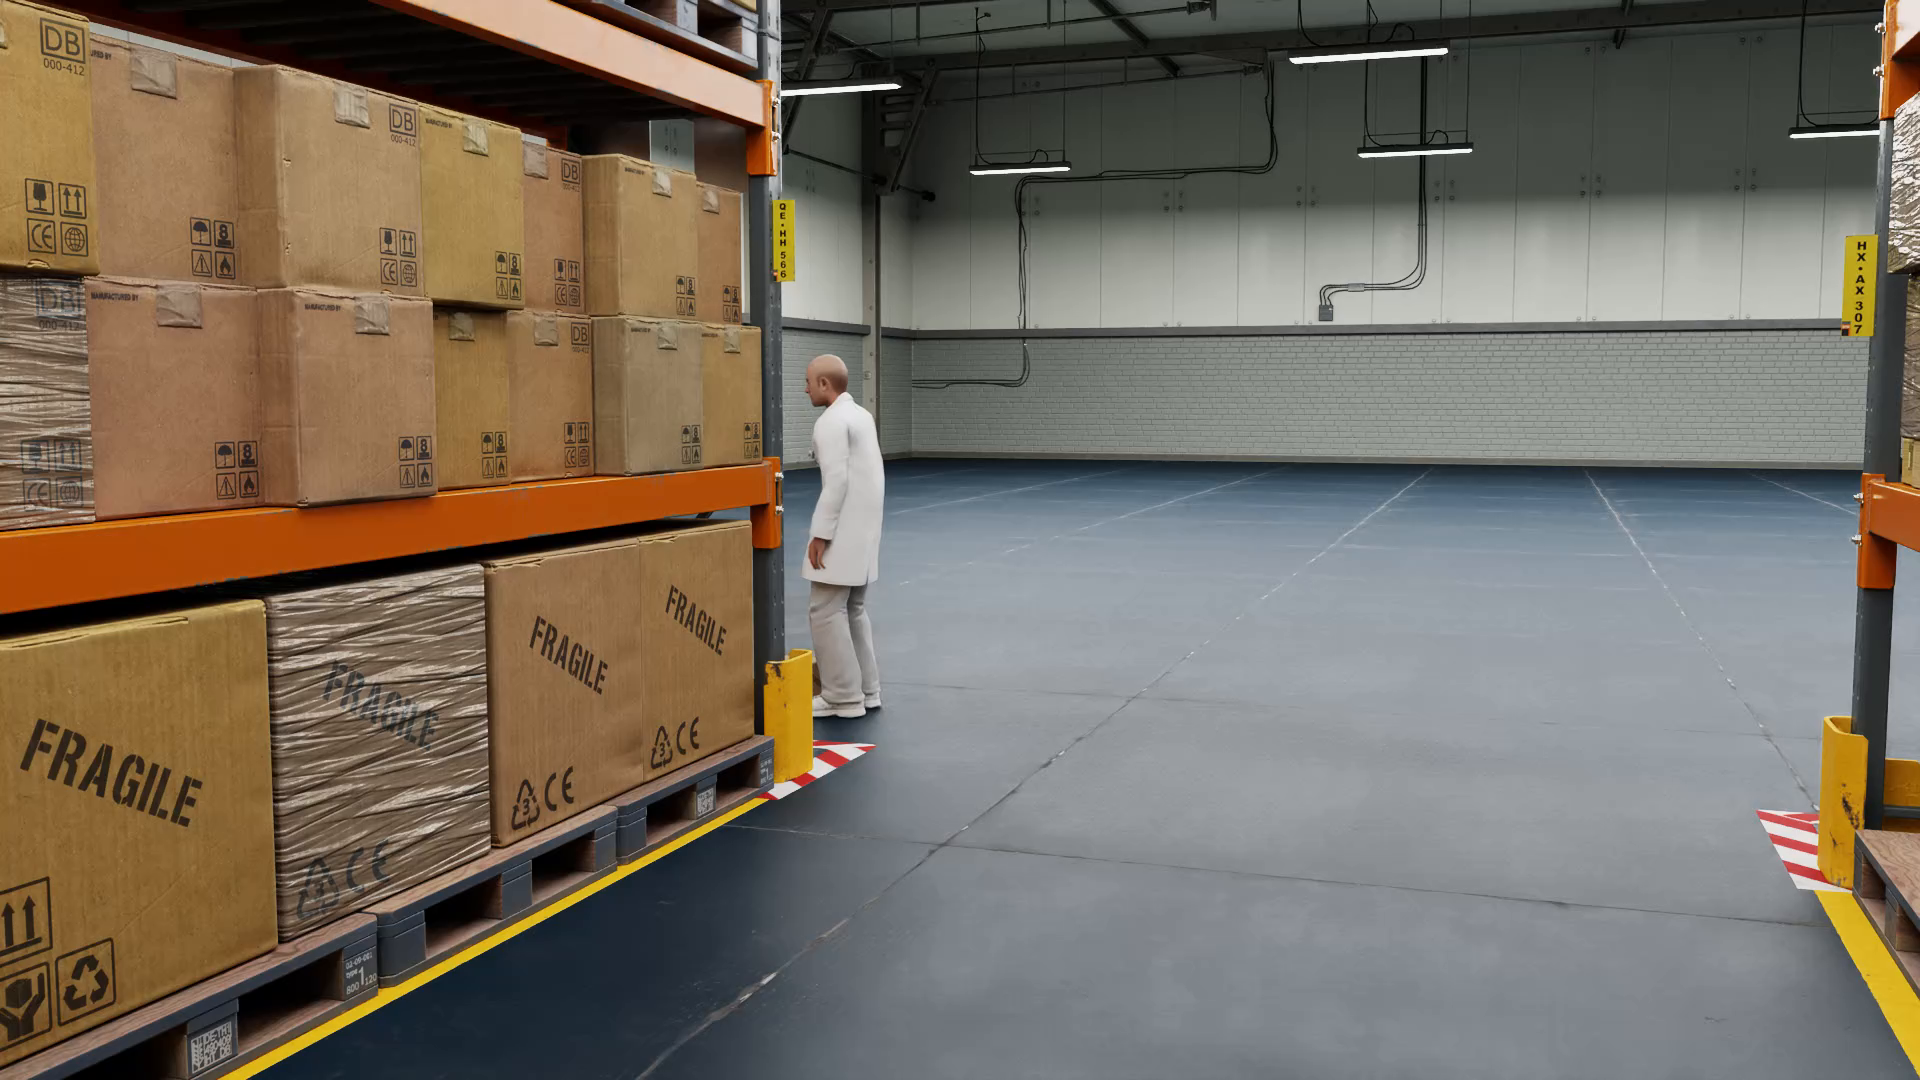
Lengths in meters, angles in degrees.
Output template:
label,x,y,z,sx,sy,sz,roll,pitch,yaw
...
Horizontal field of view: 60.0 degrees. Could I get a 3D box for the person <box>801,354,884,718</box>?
label,x,y,z,sx,sy,sz,roll,pitch,yaw
person,-0.596,-0.024,8.206,0.429,1.772,0.647,1,5,15
